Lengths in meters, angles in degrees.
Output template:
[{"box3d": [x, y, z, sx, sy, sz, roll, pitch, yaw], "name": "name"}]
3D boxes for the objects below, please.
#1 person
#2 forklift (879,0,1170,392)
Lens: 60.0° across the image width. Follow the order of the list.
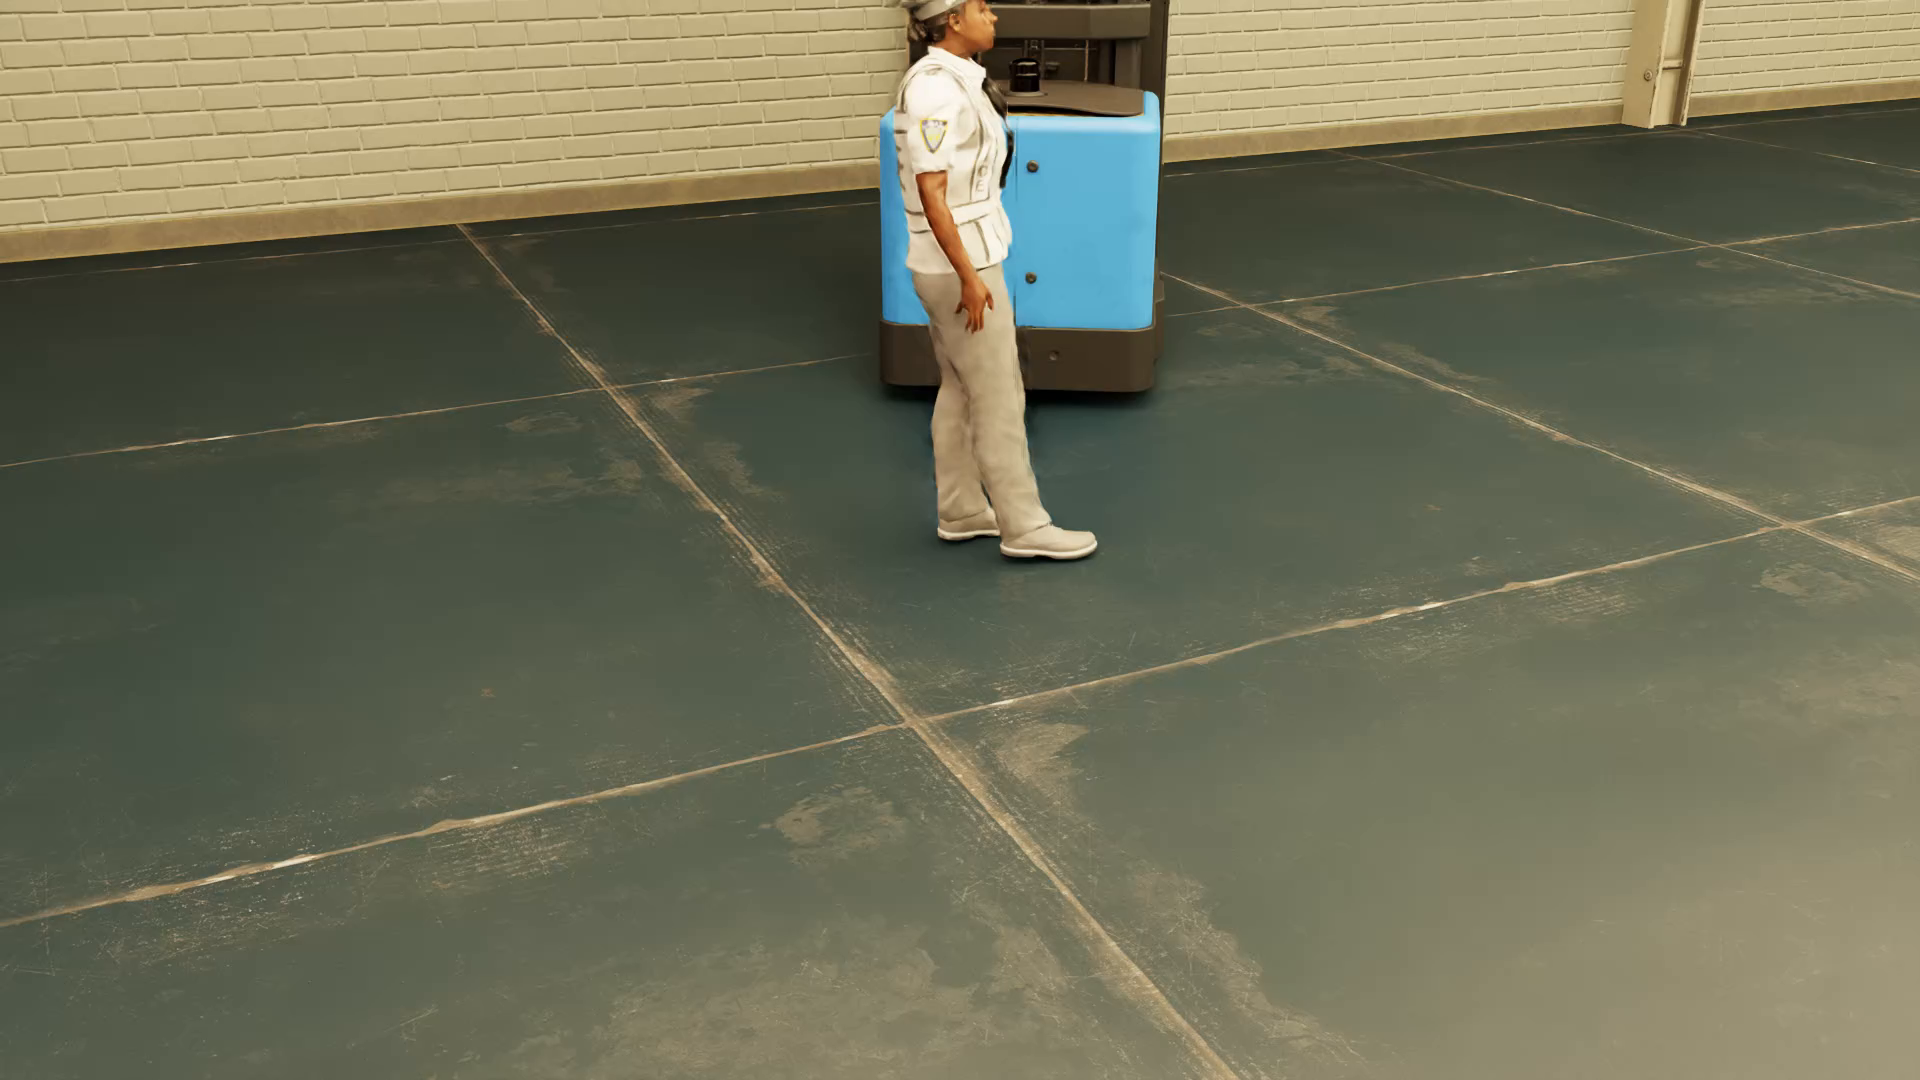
[{"box3d": [0.119, -0.780, 4.765, 0.604, 1.693, 0.537, 2, 23, 5], "name": "person"}, {"box3d": [0.356, -2.436, 7.151, 1.130, 2.935, 3.031, 2, 23, 5], "name": "forklift"}]
